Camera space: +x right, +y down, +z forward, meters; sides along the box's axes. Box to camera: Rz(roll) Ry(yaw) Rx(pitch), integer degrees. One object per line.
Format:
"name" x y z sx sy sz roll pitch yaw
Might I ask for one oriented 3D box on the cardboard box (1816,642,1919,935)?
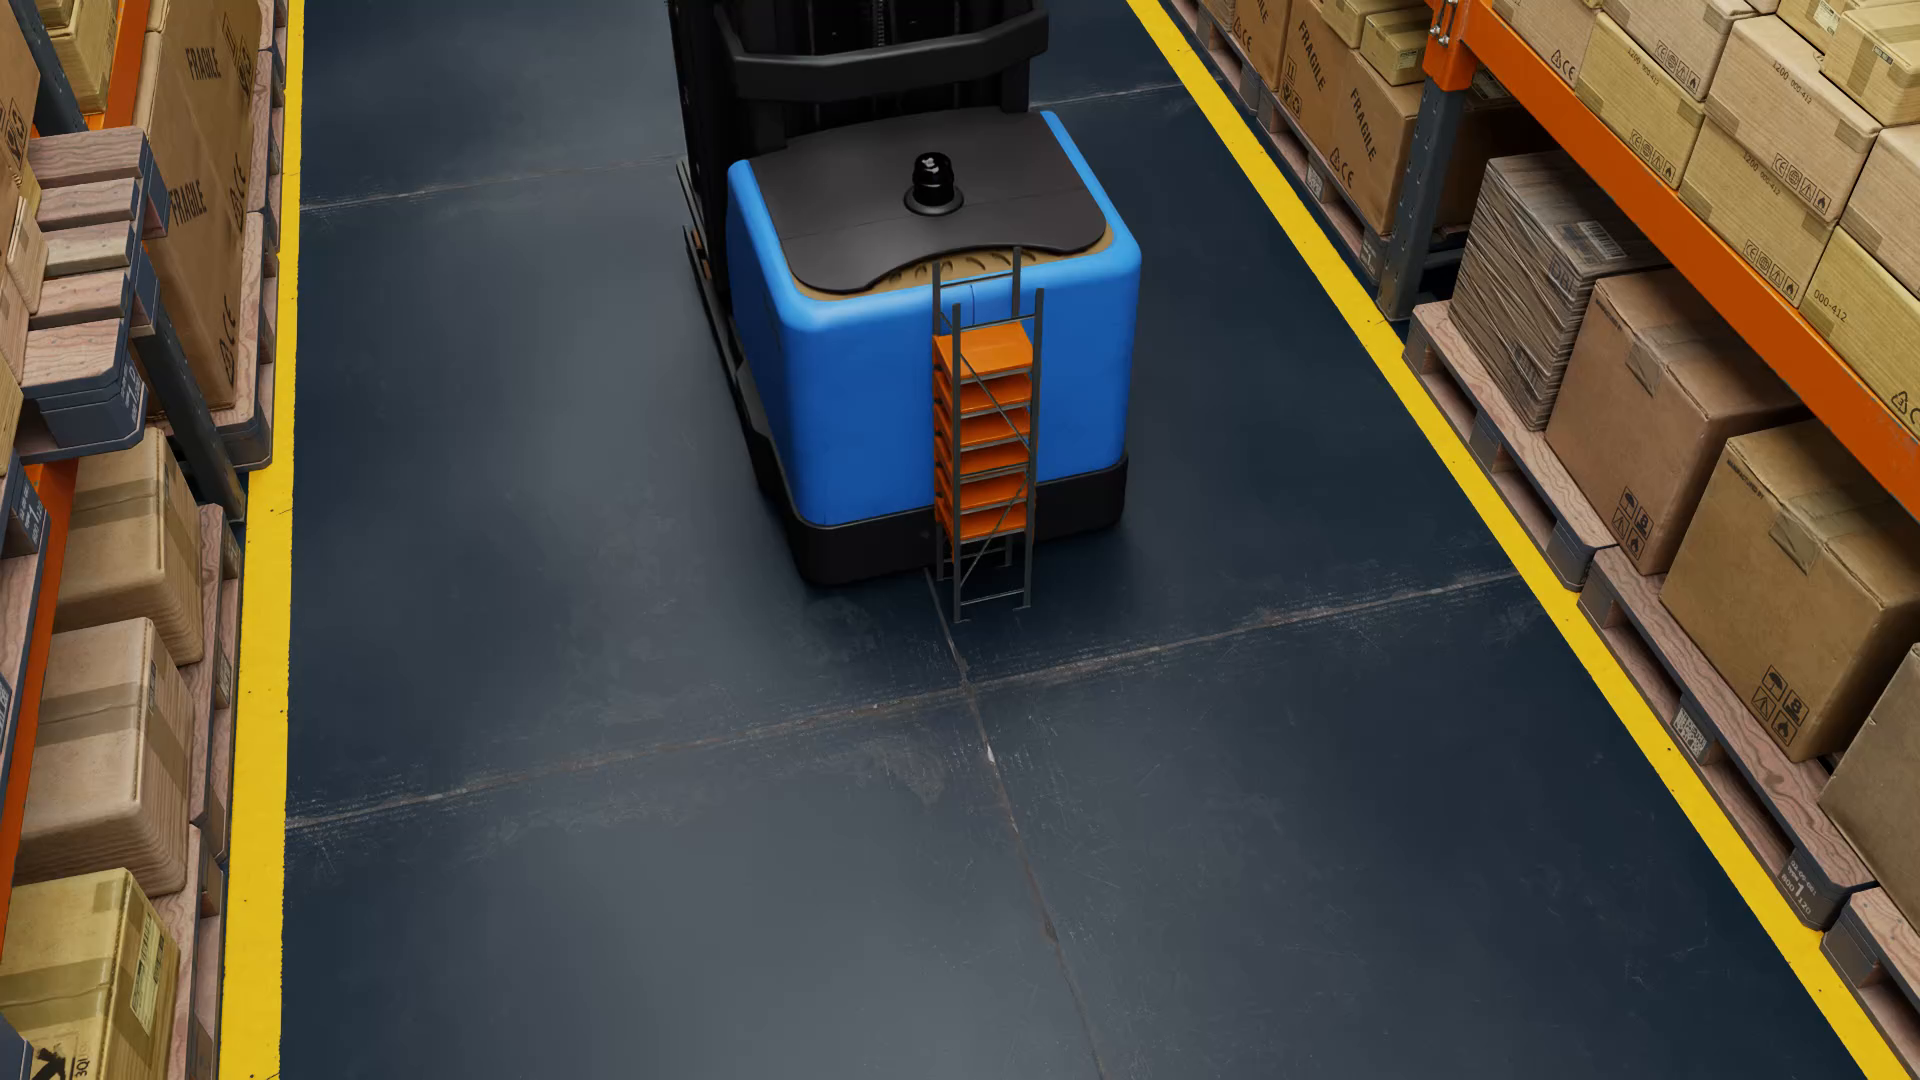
"cardboard box" 2.708 0.587 3.943 0.875 0.625 0.625 -11 47 -11

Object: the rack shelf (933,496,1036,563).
"rack shelf" 0.070 -0.055 4.863 0.258 0.103 0.180 -12 47 -12

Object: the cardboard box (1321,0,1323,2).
"cardboard box" 1.524 -2.130 6.239 0.380 0.149 0.250 -12 47 -12

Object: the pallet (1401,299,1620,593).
"pallet" 2.193 -0.412 5.506 1.003 0.211 1.213 -11 47 -10

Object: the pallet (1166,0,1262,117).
"pallet" 1.557 -2.350 7.406 1.003 0.211 1.213 -11 47 -10

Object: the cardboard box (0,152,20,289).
"cardboard box" -2.249 -0.721 3.284 0.500 0.500 0.500 -11 47 -11

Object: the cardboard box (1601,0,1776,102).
"cardboard box" 2.024 -1.389 4.266 0.500 0.250 0.500 -9 46 -9

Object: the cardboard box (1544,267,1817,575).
"cardboard box" 2.341 -0.396 4.907 0.875 0.625 0.625 -9 46 -9

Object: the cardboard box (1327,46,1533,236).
"cardboard box" 1.704 -1.488 6.064 0.500 0.500 0.500 -9 46 -9

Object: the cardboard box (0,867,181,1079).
"cardboard box" -2.257 1.144 3.574 0.950 0.372 0.625 -9 46 -9

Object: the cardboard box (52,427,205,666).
"cardboard box" -2.642 0.111 4.586 0.950 0.372 0.625 -14 47 -13

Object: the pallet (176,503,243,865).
"pallet" -2.579 0.463 4.649 1.003 0.211 1.213 -11 47 -10

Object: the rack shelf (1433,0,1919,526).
"rack shelf" 2.532 -0.331 3.978 1.077 0.370 4.000 -11 47 -10

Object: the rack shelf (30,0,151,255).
"rack shelf" -3.289 -2.182 5.792 1.077 0.370 4.000 -11 47 -10

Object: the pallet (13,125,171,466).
"pallet" -2.492 -0.514 3.787 1.213 0.211 1.003 -11 47 -10

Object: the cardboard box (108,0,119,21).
"cardboard box" -2.808 -1.736 4.956 0.500 0.250 0.500 -12 47 -11

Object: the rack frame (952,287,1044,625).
"rack frame" 0.096 -0.192 4.598 0.240 1.200 0.006 -12 47 -12

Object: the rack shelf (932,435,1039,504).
"rack shelf" 0.070 -0.223 4.691 0.258 0.103 0.180 -12 47 -12

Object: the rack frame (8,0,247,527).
"rack frame" -2.777 -1.053 4.182 1.000 3.000 0.127 -11 47 -10

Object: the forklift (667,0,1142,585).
"forklift" -0.394 -1.965 5.124 1.130 2.935 3.031 -12 47 -12

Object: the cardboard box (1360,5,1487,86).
"cardboard box" 1.649 -1.757 5.874 0.380 0.149 0.250 -13 47 -12

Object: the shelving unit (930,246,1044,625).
"shelving unit" 0.070 -0.255 4.659 0.258 1.200 0.189 -12 47 -12

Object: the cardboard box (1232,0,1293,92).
"cardboard box" 1.449 -2.196 6.758 0.500 0.500 0.500 -9 46 -9

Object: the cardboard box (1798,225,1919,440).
"cardboard box" 2.291 -0.499 3.744 0.500 0.250 0.500 -9 46 -9

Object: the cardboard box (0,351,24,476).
"cardboard box" -2.079 -0.229 3.256 0.380 0.149 0.250 -10 46 -10

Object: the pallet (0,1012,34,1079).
"pallet" -1.808 1.221 2.087 1.003 0.211 1.213 -11 47 -10

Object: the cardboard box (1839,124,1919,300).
"cardboard box" 2.296 -0.676 3.567 0.500 0.250 0.500 -10 46 -10

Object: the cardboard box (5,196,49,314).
"cardboard box" -2.220 -0.591 3.611 0.380 0.149 0.250 -11 47 -11

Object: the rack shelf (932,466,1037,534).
"rack shelf" 0.070 -0.139 4.777 0.258 0.103 0.180 -12 47 -12

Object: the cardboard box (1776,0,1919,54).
"cardboard box" 2.149 -1.249 3.849 0.380 0.149 0.250 -10 46 -10

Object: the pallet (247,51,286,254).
"pallet" -3.215 -1.476 6.549 1.003 0.211 1.213 -11 47 -10

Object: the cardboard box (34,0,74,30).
"cardboard box" -2.668 -1.571 4.444 0.500 0.250 0.500 -11 47 -11

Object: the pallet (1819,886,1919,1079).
"pallet" 2.818 1.273 3.855 1.003 0.211 1.213 -11 47 -10

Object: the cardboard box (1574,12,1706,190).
"cardboard box" 2.021 -1.212 4.442 0.500 0.250 0.500 -12 47 -11

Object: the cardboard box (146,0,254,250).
"cardboard box" -3.098 -1.565 5.877 0.875 0.875 0.875 -10 46 -10
